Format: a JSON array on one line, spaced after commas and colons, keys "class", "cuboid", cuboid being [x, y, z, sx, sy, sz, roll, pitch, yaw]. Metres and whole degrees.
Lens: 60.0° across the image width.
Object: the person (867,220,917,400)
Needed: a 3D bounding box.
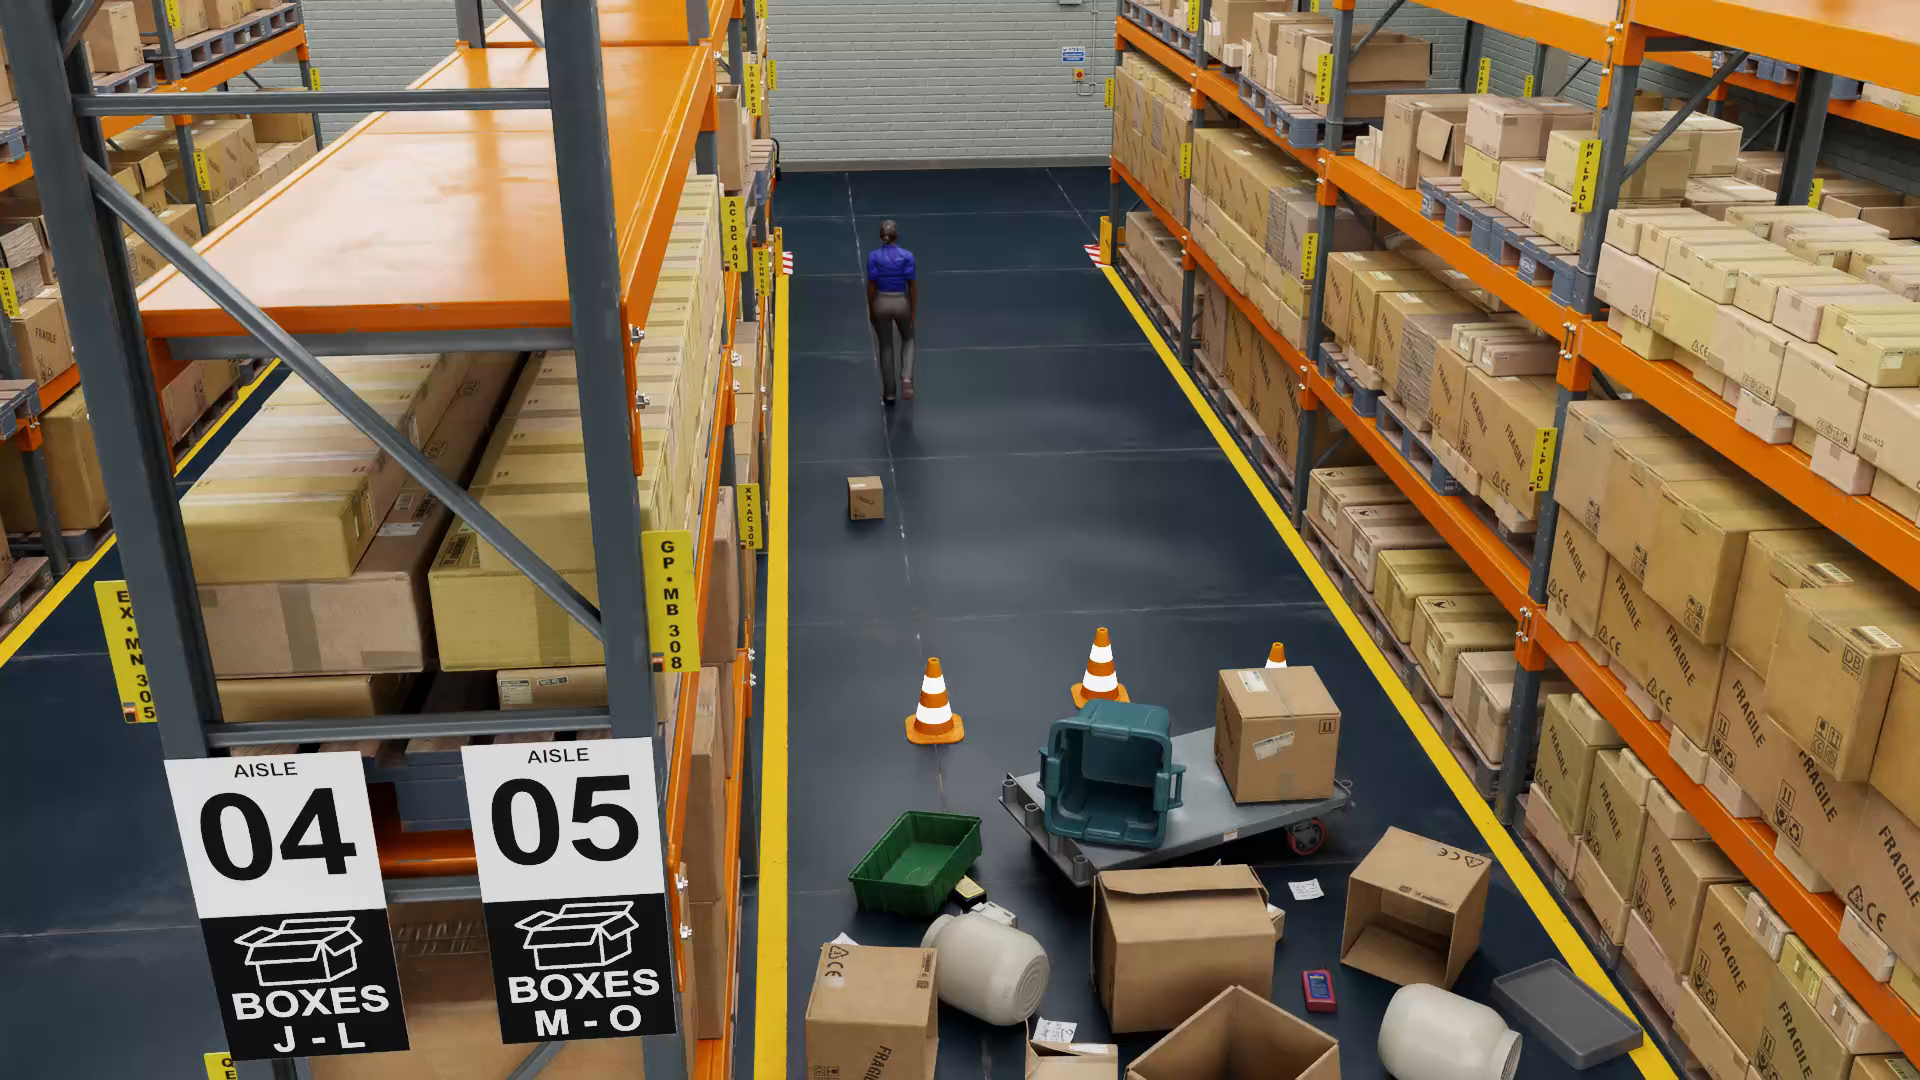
[{"class": "person", "cuboid": [-0.609, -2.062, 14.949, 0.443, 1.655, 0.425, -1, 24, -3]}]
